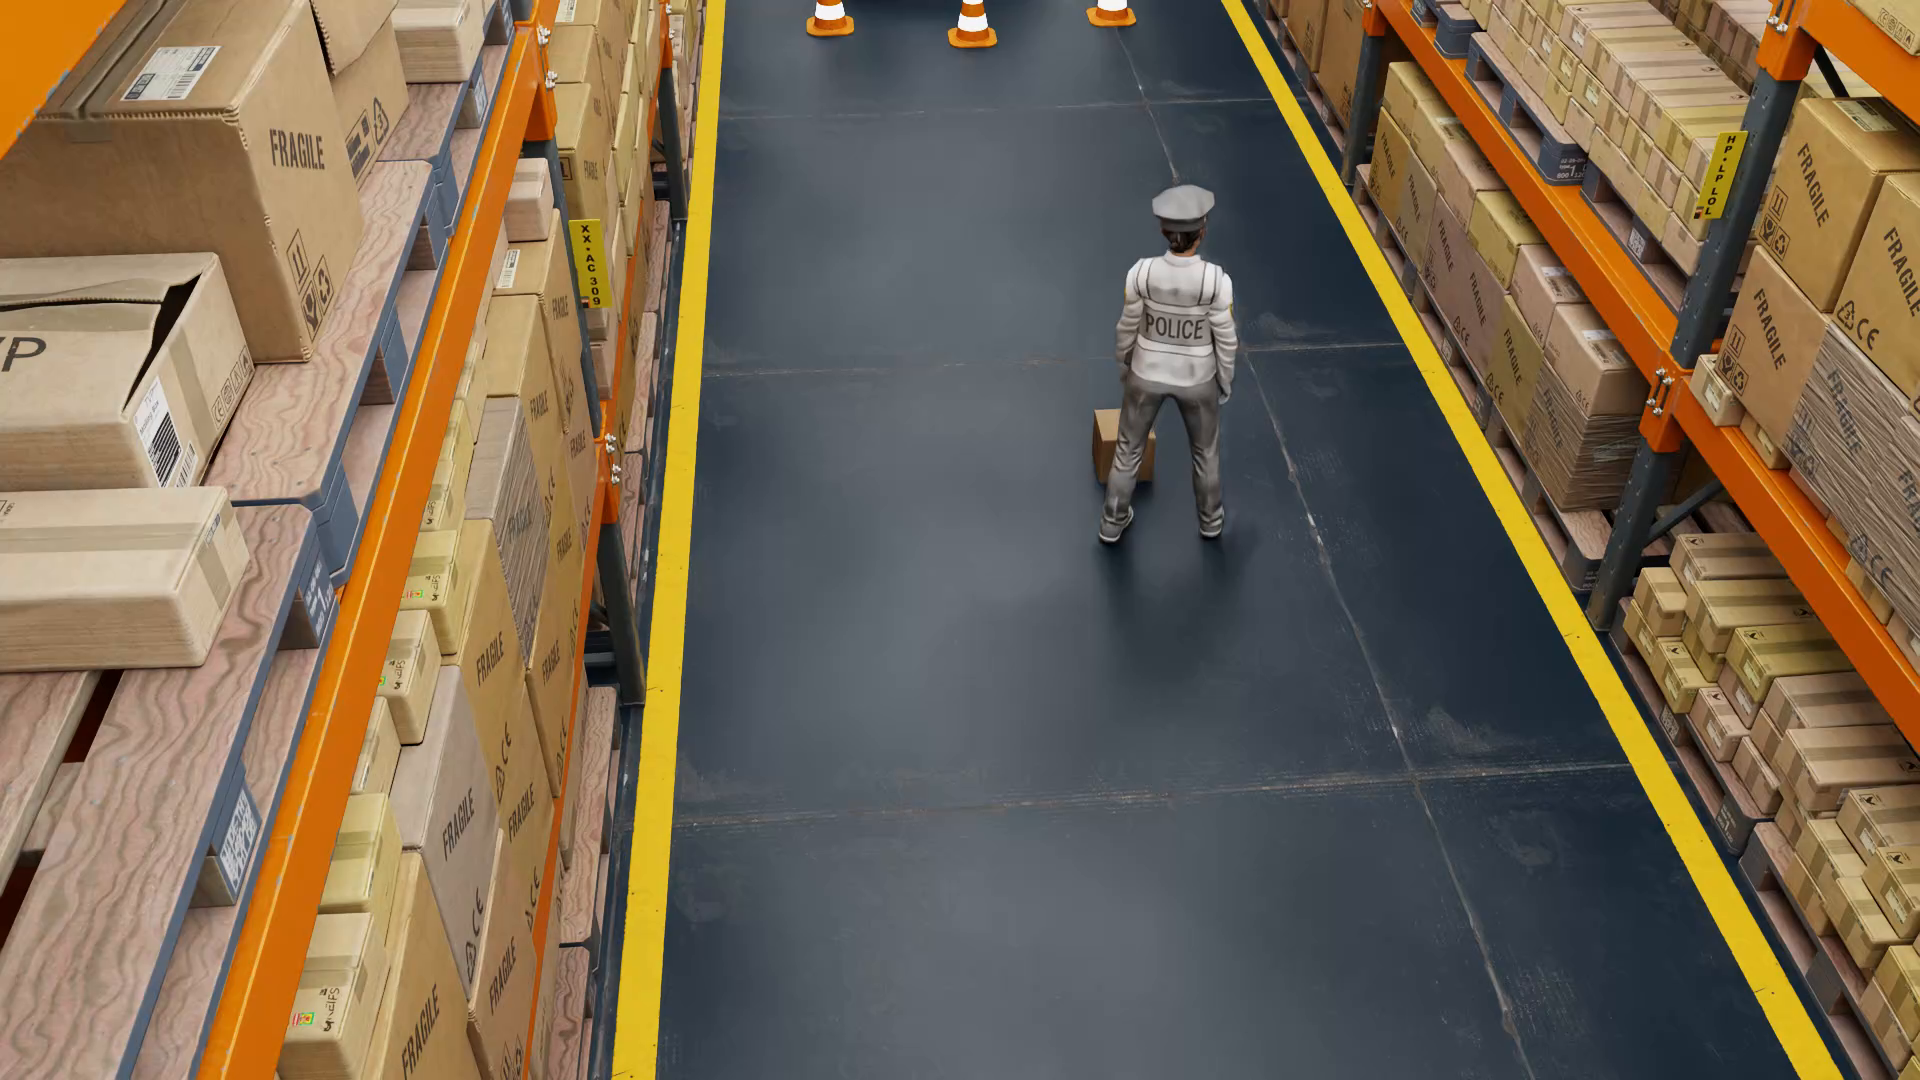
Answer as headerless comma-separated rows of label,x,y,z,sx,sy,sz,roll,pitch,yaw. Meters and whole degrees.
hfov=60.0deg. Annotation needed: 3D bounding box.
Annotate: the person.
person,0.914,-0.709,7.010,0.538,1.674,0.413,7,40,9
